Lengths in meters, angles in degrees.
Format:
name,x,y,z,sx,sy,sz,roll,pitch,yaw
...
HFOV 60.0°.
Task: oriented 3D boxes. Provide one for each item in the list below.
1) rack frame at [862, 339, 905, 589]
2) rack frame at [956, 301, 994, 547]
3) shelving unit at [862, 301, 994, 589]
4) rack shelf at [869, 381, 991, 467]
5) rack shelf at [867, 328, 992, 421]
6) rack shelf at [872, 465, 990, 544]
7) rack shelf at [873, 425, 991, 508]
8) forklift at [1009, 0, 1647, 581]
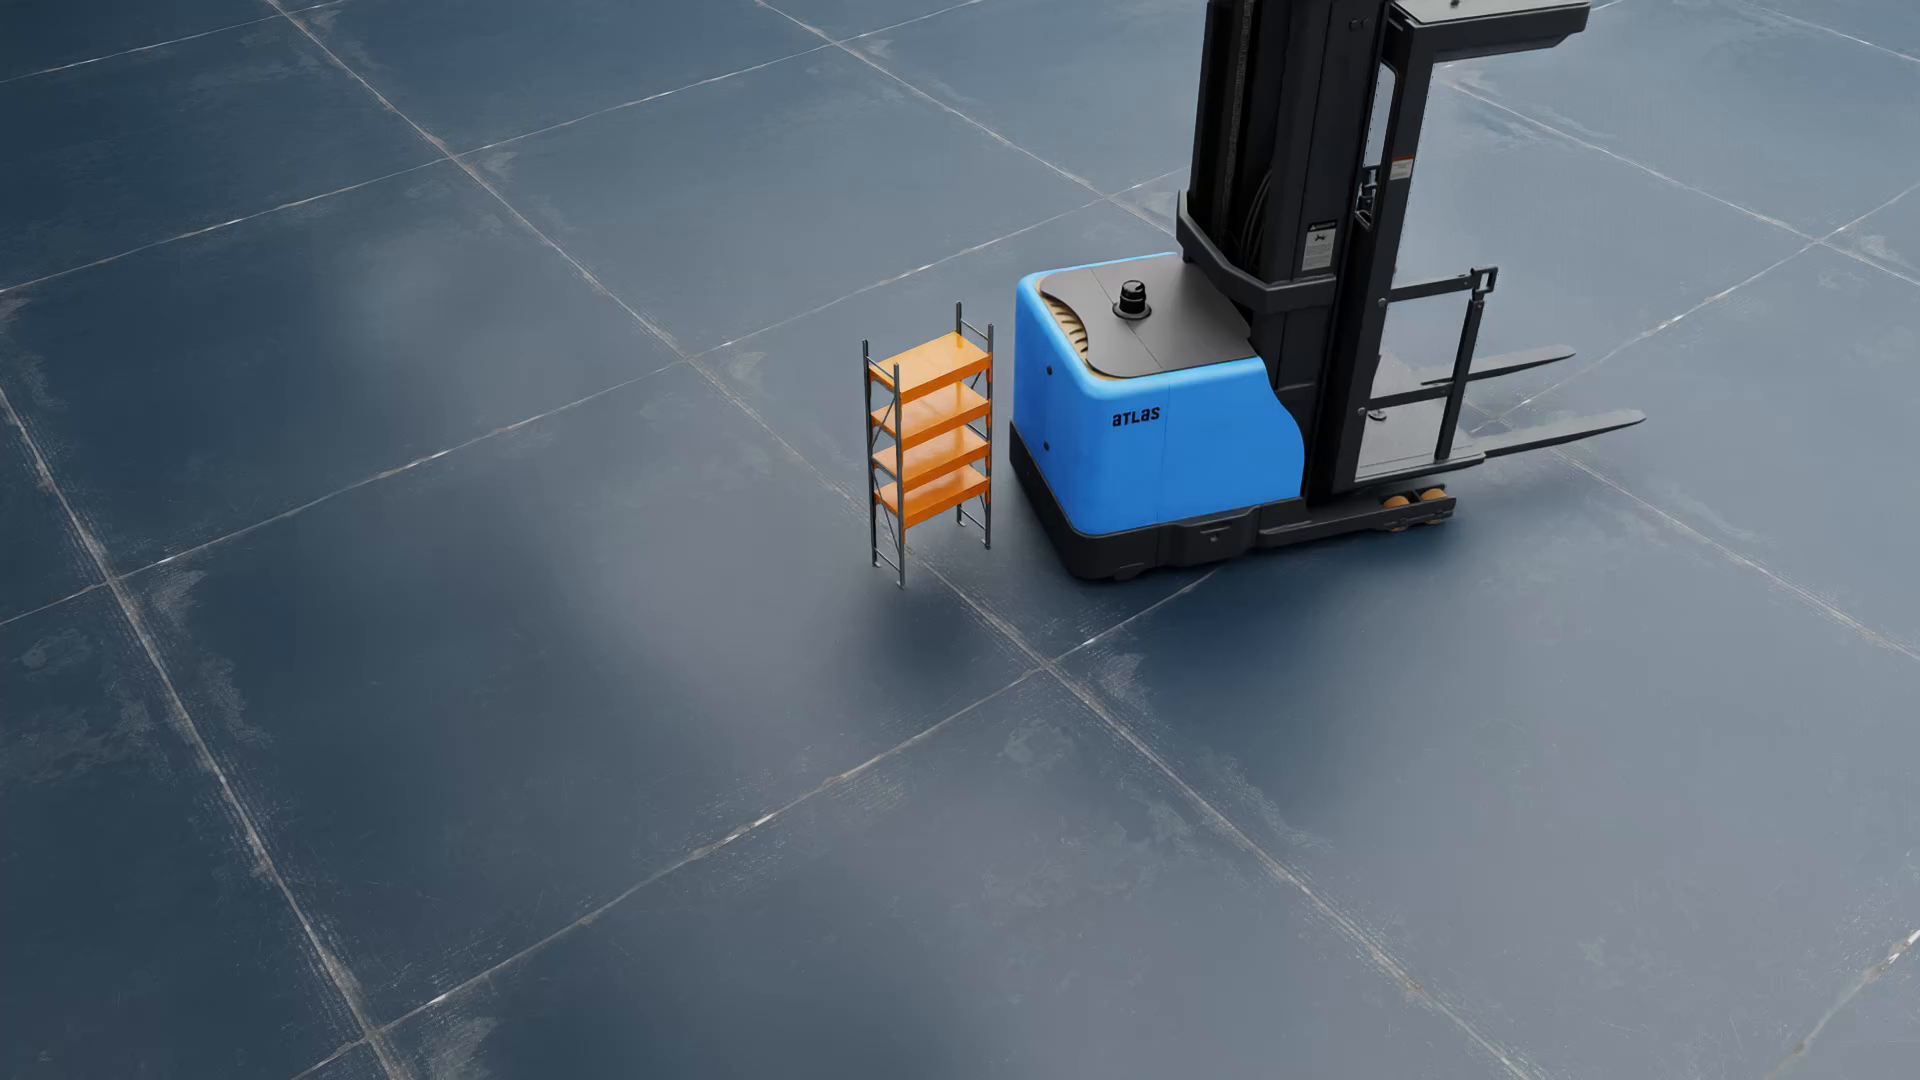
name,x,y,z,sx,sy,sz,roll,pitch,yaw
rack frame,-0.325,-0.306,7.177,0.015,1.200,0.240,-26,46,-28
rack frame,0.062,-0.494,7.406,0.015,1.200,0.240,-26,46,-28
shelving unit,-0.131,-0.400,7.291,0.503,1.200,0.258,-26,46,-28
rack shelf,-0.131,-0.521,7.192,0.480,0.148,0.258,-26,46,-28
rack shelf,-0.131,-0.704,7.042,0.480,0.148,0.258,-26,46,-28
rack shelf,-0.131,-0.194,7.460,0.480,0.148,0.258,-26,46,-28
rack shelf,-0.131,-0.348,7.334,0.480,0.148,0.258,-26,46,-28
forklift,1.815,-1.482,7.246,3.031,2.935,1.130,-11,41,-13
